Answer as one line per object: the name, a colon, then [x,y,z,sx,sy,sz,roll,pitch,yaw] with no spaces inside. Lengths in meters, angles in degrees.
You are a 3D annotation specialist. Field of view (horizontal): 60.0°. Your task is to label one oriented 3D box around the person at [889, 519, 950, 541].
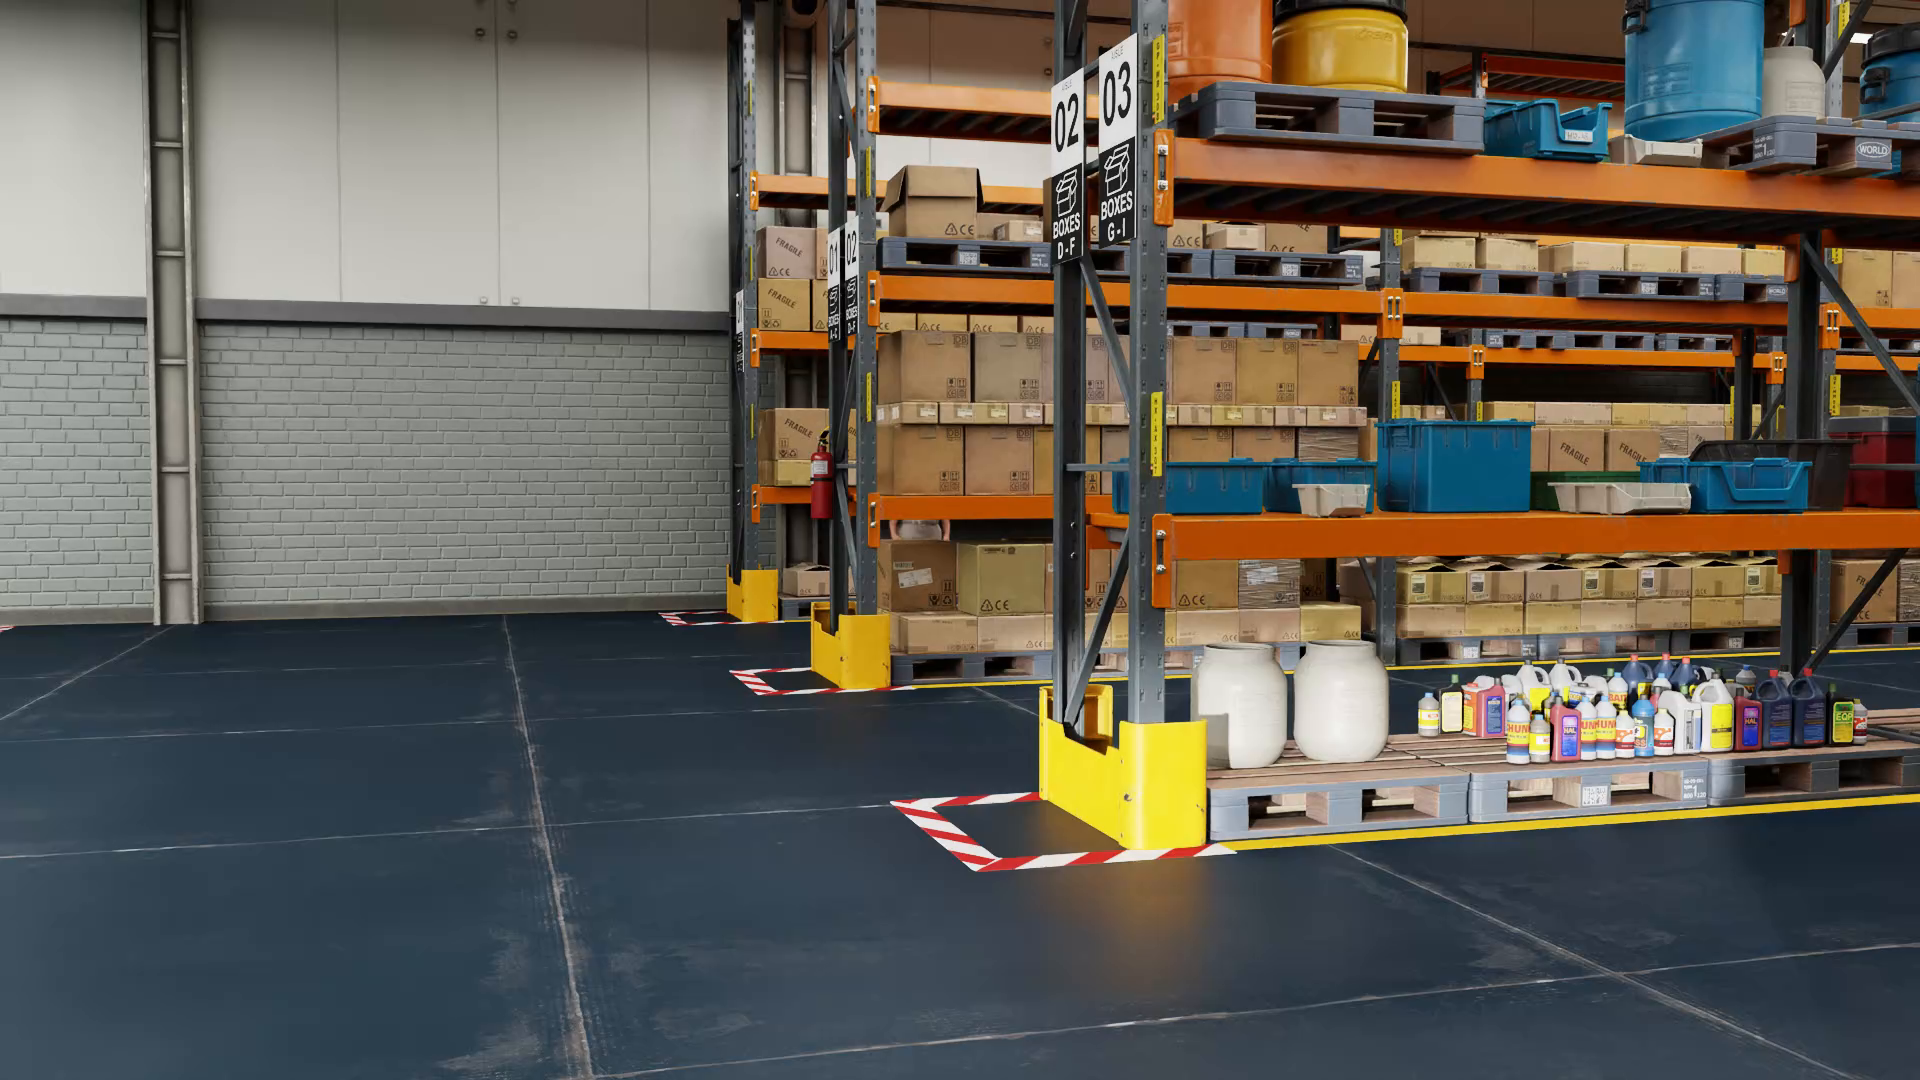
person: [-0.356,-0.024,14.953,0.584,1.725,0.391,-1,3,-19]
